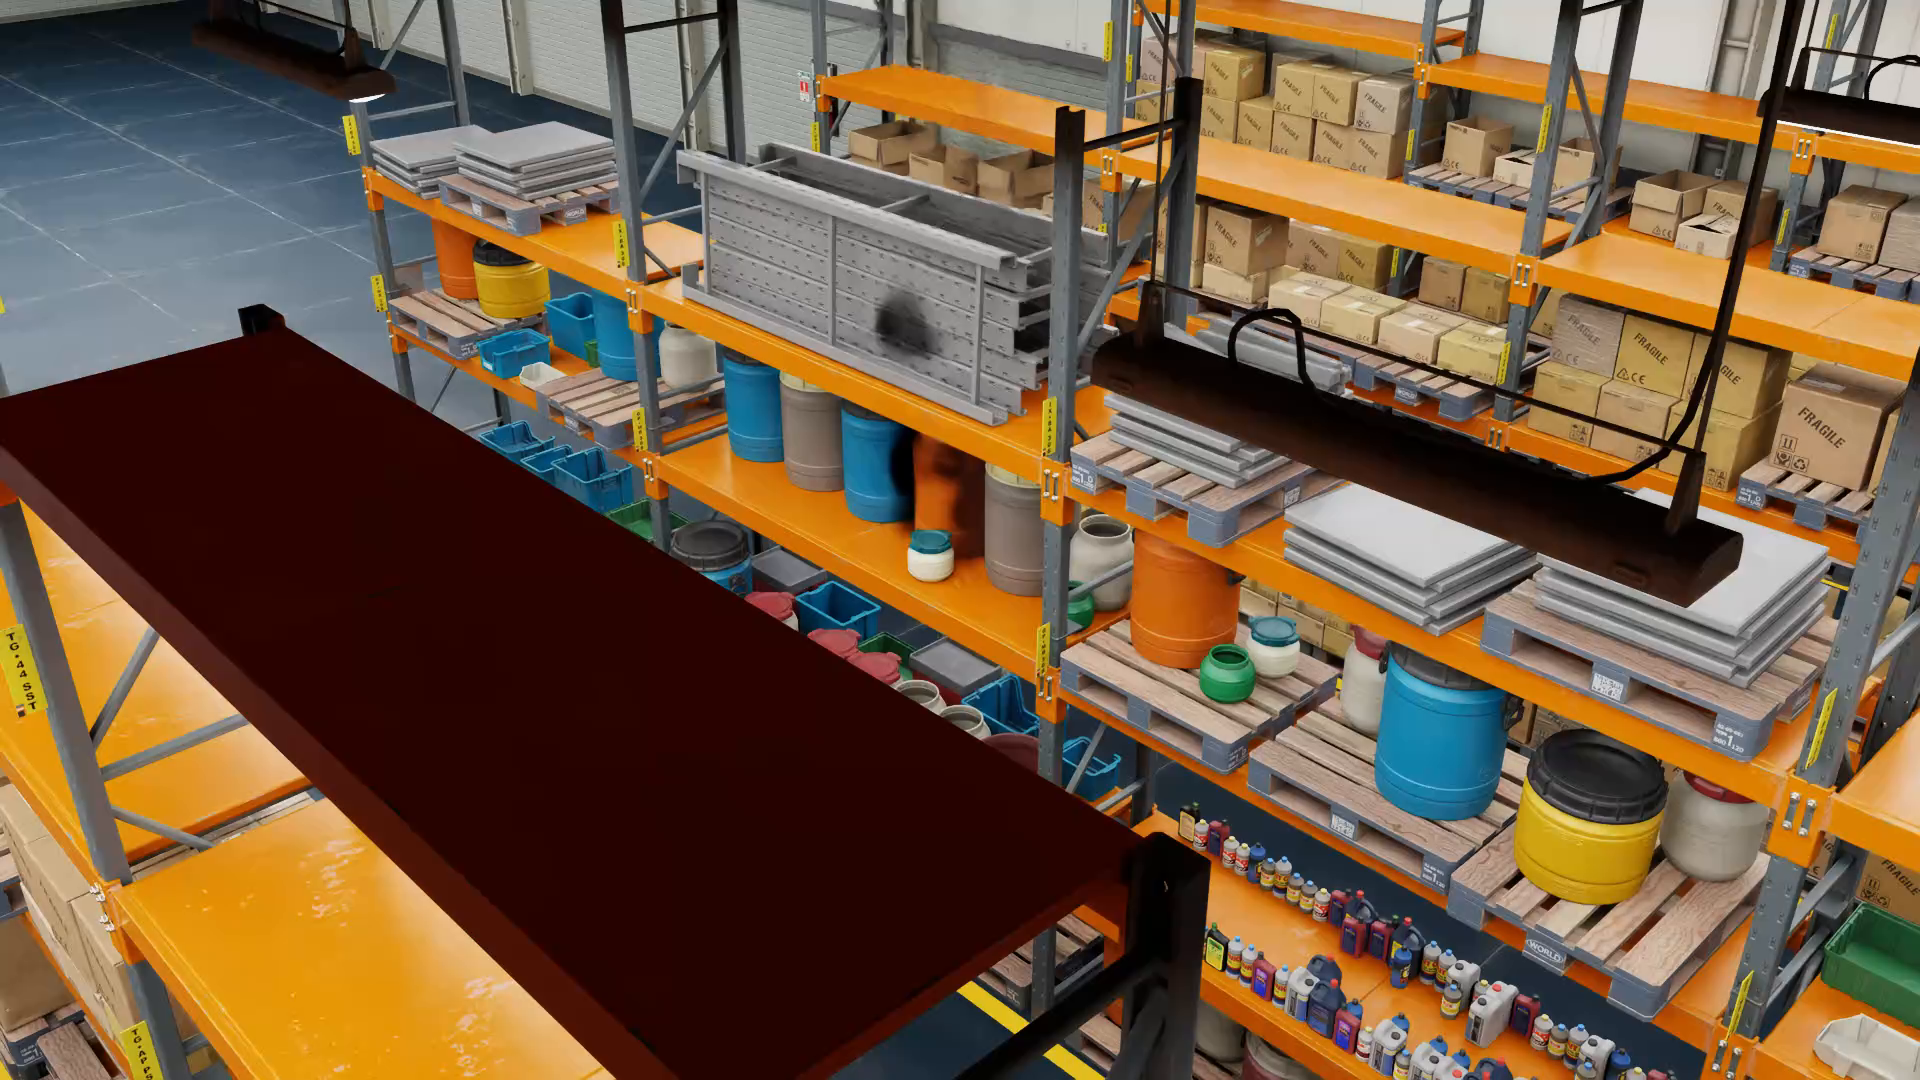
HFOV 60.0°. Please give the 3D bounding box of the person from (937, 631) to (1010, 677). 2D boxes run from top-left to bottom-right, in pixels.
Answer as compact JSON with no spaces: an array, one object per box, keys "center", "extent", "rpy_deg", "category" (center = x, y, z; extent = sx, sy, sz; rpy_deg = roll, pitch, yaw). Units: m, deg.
[{"center":[0.049,0.503,14.041],"extent":[0.854,1.802,0.676],"rpy_deg":[22,35,35],"category":"person"}]
